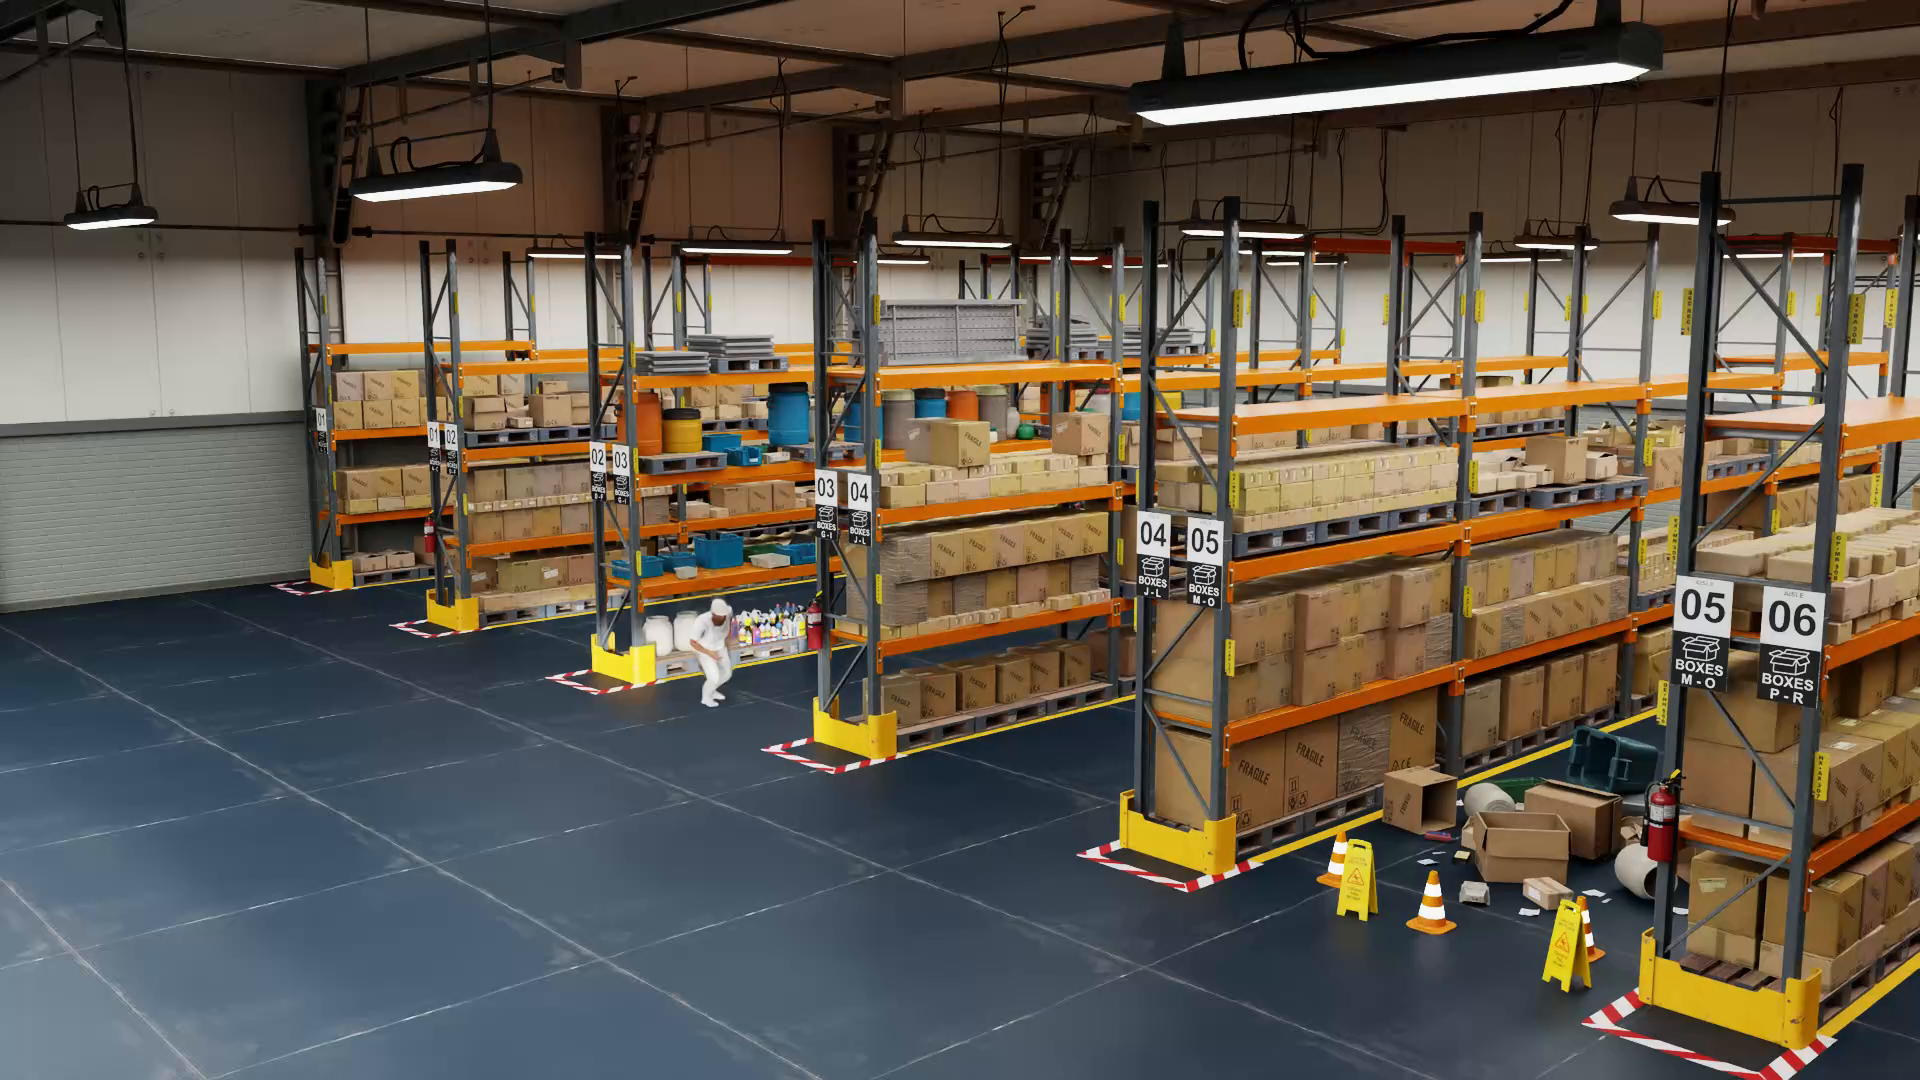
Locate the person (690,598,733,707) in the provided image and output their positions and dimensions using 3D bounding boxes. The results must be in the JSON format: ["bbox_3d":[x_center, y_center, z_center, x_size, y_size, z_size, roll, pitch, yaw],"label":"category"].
[{"bbox_3d":[-3.092,1.402,20.818,0.723,1.477,0.968,-7,11,-41],"label":"person"}]

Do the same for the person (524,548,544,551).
[{"bbox_3d":[-7.438,0.190,29.046,0.686,1.522,0.786,2,9,16],"label":"person"}]
